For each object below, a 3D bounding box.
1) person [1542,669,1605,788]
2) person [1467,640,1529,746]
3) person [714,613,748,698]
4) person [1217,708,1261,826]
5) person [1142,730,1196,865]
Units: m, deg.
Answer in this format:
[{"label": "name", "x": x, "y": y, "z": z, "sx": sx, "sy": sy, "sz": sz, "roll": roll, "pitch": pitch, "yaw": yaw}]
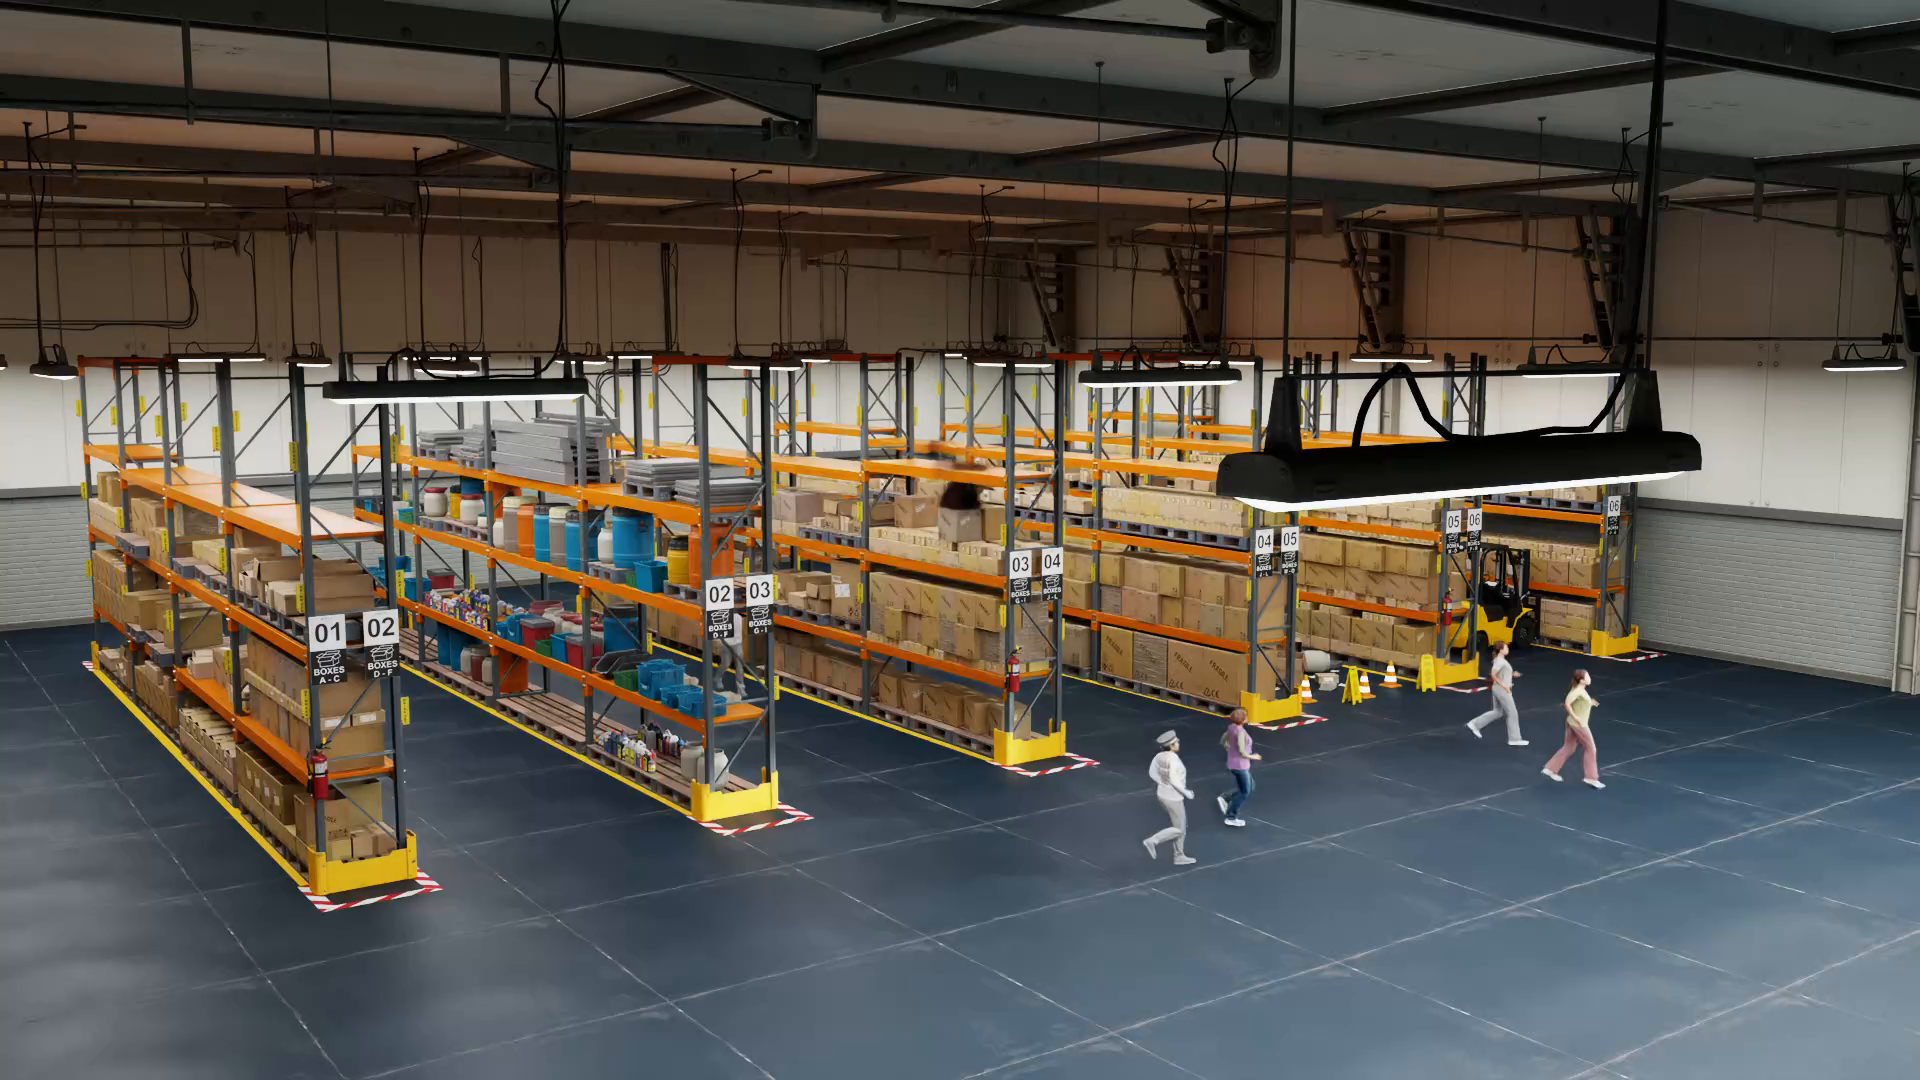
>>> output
[{"label": "person", "x": 8.703, "y": 2.653, "z": 23.543, "sx": 0.874, "sy": 1.703, "sz": 0.555, "roll": 0, "pitch": 7, "yaw": 4}, {"label": "person", "x": 8.393, "y": 2.368, "z": 25.855, "sx": 0.929, "sy": 1.645, "sz": 0.574, "roll": 1, "pitch": 7, "yaw": 8}, {"label": "person", "x": -4.094, "y": 1.867, "z": 29.585, "sx": 0.710, "sy": 1.815, "sz": 0.892, "roll": -6, "pitch": 9, "yaw": -39}, {"label": "person", "x": 3.645, "y": 2.949, "z": 21.635, "sx": 0.540, "sy": 1.560, "sz": 0.534, "roll": -1, "pitch": 7, "yaw": -6}, {"label": "person", "x": 2.507, "y": 3.095, "z": 19.924, "sx": 0.709, "sy": 1.653, "sz": 0.631, "roll": -2, "pitch": 7, "yaw": -20}]
